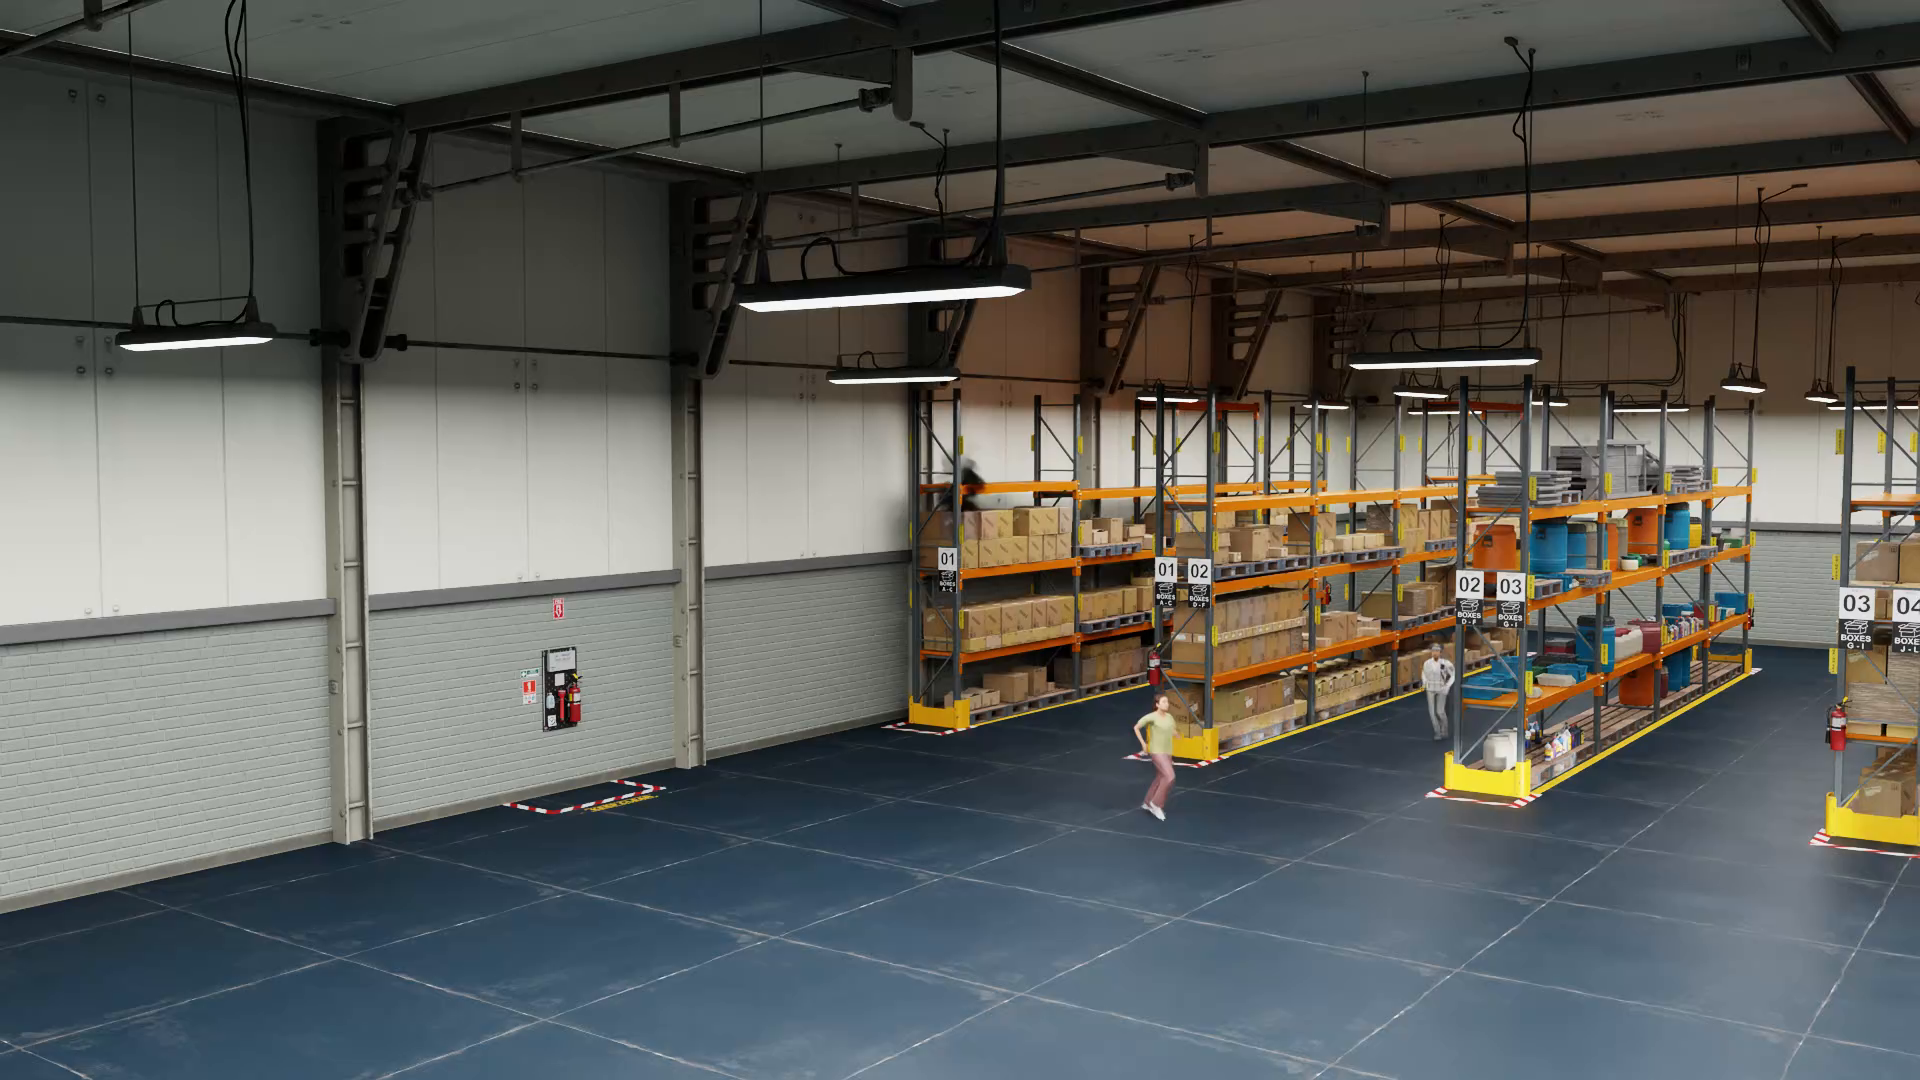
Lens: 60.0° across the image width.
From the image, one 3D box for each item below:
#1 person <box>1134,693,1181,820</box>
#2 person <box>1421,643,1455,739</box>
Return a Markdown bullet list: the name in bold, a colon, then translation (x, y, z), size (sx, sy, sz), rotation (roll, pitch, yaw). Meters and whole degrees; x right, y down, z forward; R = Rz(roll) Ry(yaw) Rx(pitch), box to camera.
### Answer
- **person**: translation (2.697, 2.896, 22.315), size (0.544, 1.685, 0.686), rotation (-3, 4, -42)
- **person**: translation (8.066, 2.564, 28.141), size (0.589, 1.653, 0.528), rotation (2, 4, 32)
